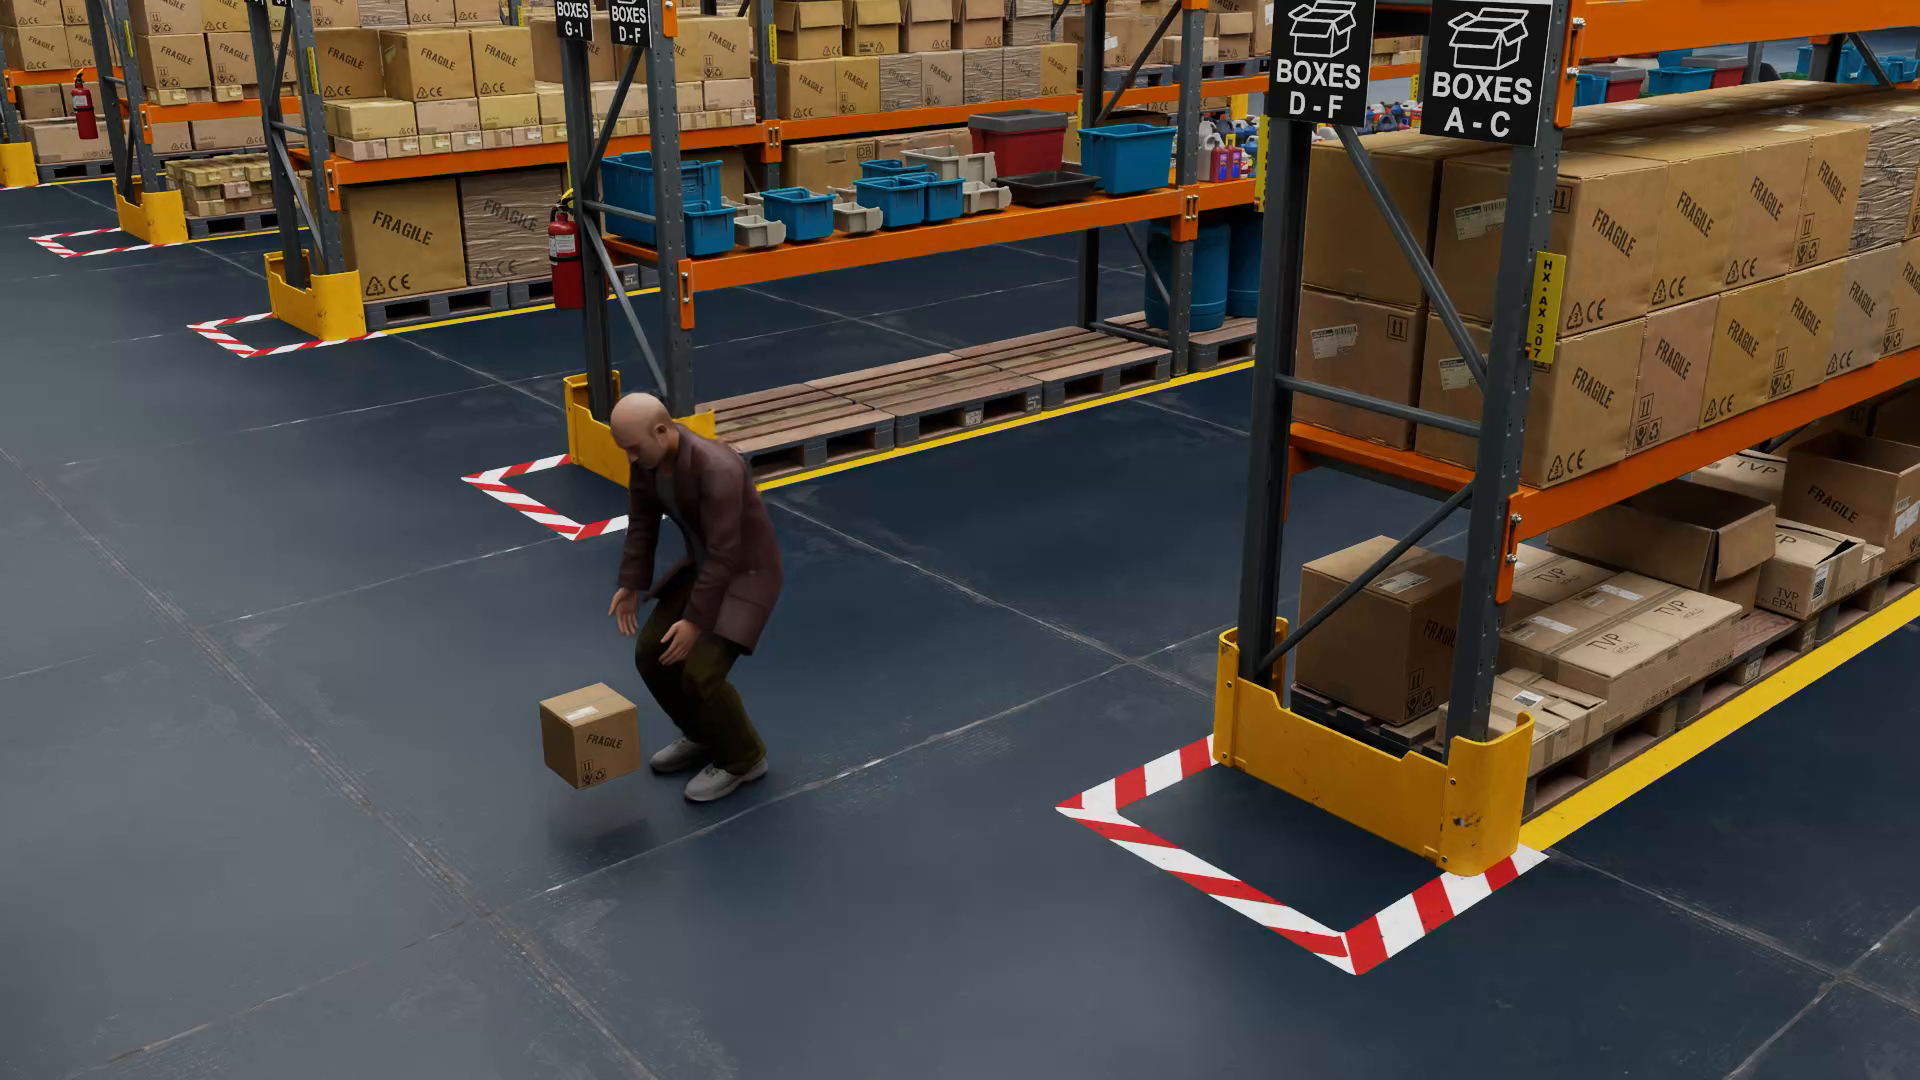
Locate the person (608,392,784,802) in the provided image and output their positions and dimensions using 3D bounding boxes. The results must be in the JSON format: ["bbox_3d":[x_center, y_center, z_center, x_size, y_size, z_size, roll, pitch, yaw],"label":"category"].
[{"bbox_3d":[-0.927,0.177,5.991,0.635,1.532,0.628,-17,26,-37],"label":"person"}]
